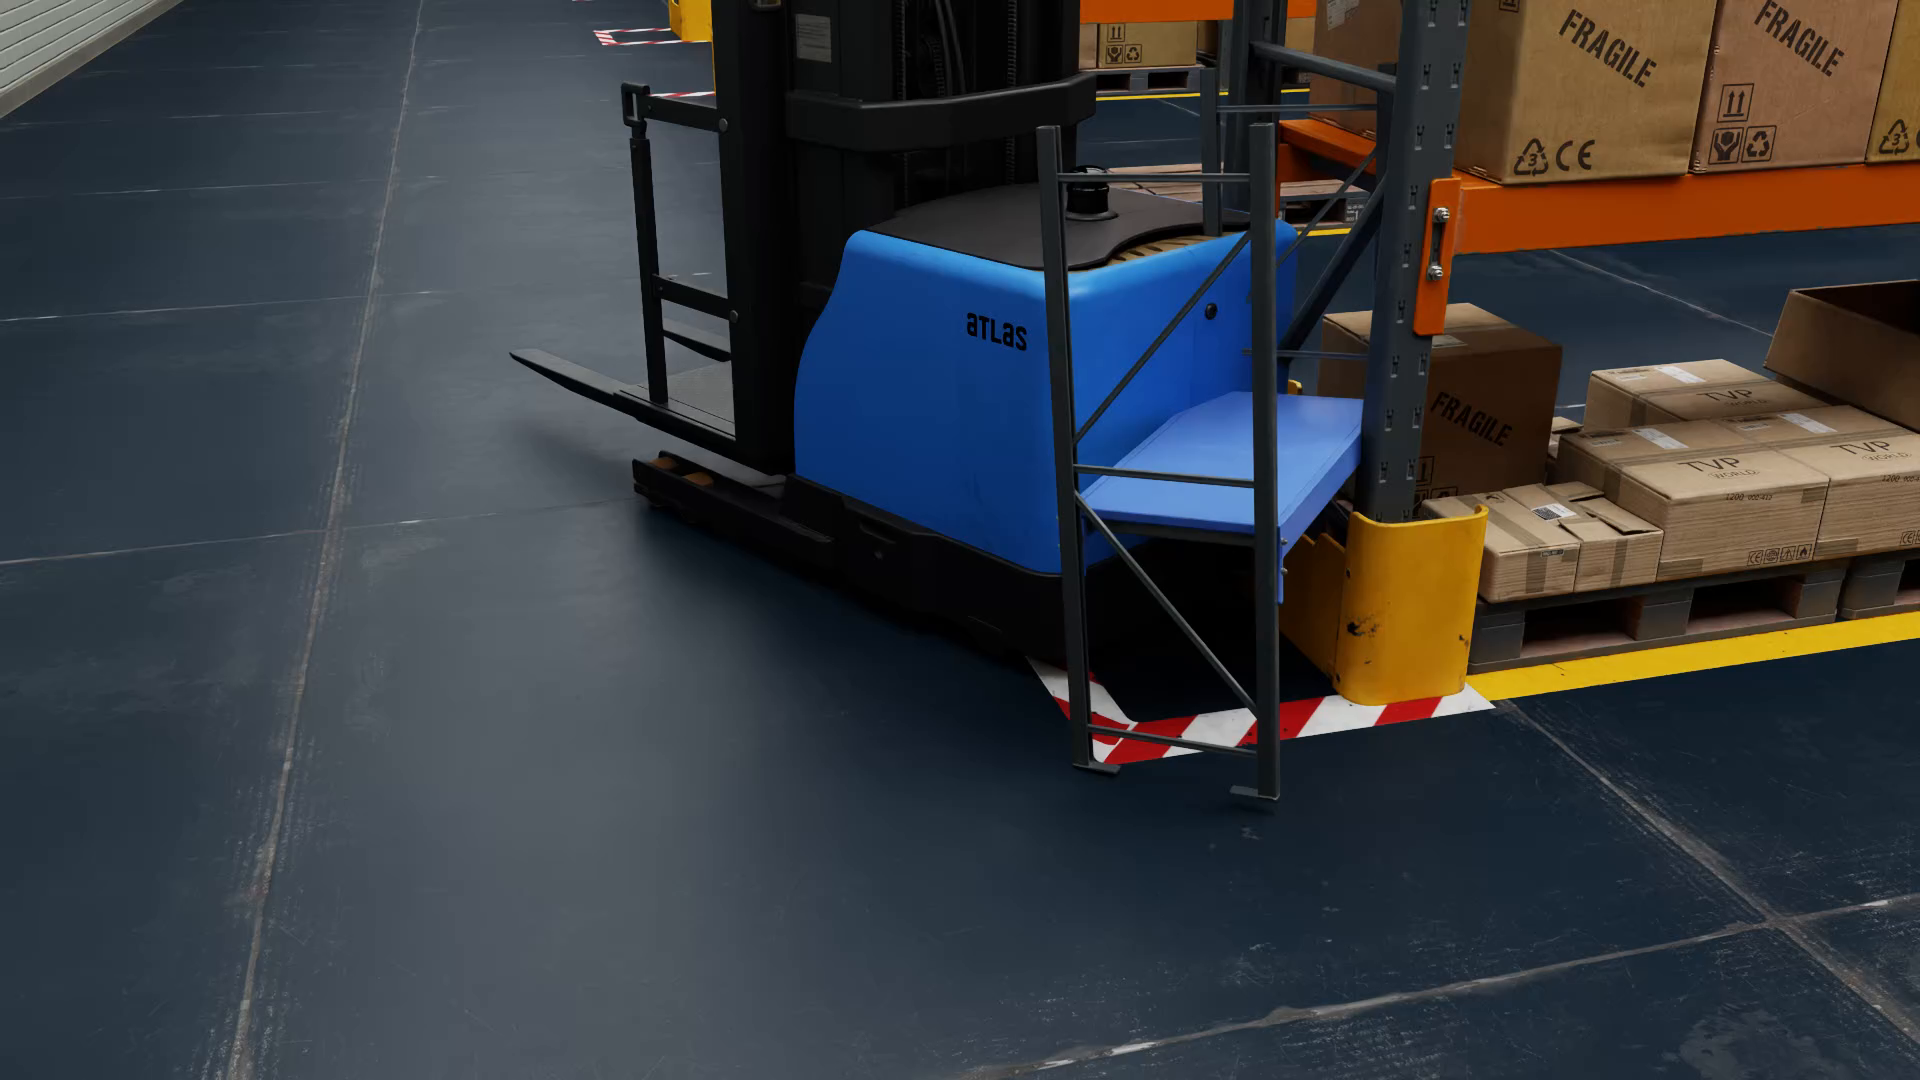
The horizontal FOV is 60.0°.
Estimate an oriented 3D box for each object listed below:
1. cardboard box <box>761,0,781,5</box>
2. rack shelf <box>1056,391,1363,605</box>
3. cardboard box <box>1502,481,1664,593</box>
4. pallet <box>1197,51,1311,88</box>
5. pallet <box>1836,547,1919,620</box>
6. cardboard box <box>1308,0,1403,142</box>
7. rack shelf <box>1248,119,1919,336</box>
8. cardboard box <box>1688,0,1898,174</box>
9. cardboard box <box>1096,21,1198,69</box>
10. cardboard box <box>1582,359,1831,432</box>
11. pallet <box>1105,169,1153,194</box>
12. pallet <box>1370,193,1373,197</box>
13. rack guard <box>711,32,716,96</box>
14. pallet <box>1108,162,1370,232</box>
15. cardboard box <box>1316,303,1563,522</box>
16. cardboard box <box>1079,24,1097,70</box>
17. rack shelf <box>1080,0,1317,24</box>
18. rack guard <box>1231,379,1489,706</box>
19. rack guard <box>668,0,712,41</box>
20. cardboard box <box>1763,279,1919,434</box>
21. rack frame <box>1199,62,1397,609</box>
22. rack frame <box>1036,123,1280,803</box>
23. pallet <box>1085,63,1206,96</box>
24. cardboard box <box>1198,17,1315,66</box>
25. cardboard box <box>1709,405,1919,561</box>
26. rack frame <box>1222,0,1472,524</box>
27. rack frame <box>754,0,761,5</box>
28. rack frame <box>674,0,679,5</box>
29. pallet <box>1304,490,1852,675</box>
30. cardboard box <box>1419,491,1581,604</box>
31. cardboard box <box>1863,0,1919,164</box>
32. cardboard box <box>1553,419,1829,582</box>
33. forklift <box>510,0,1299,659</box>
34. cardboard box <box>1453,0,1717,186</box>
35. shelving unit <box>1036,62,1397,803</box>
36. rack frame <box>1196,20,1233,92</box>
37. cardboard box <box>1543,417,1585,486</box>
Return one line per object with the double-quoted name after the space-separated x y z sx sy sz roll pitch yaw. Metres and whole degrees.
-1.134 -4.256 13.526 0.875 0.875 0.875 -6 24 -14 "cardboard box"
0.685 -0.147 4.091 0.538 0.185 1.000 6 24 27 "rack shelf"
1.680 -0.020 4.528 0.250 0.166 0.380 -6 24 -14 "cardboard box"
2.845 -4.196 14.761 1.213 0.211 1.003 -6 24 -14 "pallet"
2.956 -0.119 5.261 1.213 0.211 1.003 -6 24 -14 "pallet"
1.301 -1.376 4.526 0.500 0.500 0.500 -6 24 -13 "cardboard box"
2.869 -1.062 4.832 4.000 0.370 1.077 -6 24 -14 "rack shelf"
1.937 -1.229 4.184 0.500 0.500 0.500 -7 24 -15 "cardboard box"
1.465 -4.543 14.196 0.875 0.875 0.875 -6 24 -14 "cardboard box"
2.323 -0.359 5.212 0.500 0.250 0.500 -6 24 -14 "cardboard box"
0.413 -1.852 9.298 1.213 0.211 1.003 -6 24 -14 "pallet"
2.763 -2.112 9.904 1.213 0.211 1.003 -6 24 -14 "pallet"
-1.752 -3.789 13.447 0.348 0.500 1.175 -6 24 -14 "rack guard"
1.586 -1.980 9.597 1.213 0.211 1.003 -6 24 -14 "pallet"
1.400 -0.384 4.953 0.500 0.500 0.500 -6 24 -14 "cardboard box"
0.599 -4.447 13.973 0.875 0.875 0.875 -6 24 -14 "cardboard box"
1.534 -2.943 9.216 4.000 0.370 1.077 -6 24 -14 "rack shelf"
1.016 -0.038 4.706 0.348 0.500 1.175 -6 24 -14 "rack guard"
-2.898 -5.694 17.886 0.348 0.500 1.175 -6 24 -14 "rack guard"
2.987 -0.458 5.121 0.637 0.503 0.797 -6 24 -14 "cardboard box"
0.901 -0.493 4.443 0.500 1.500 0.032 6 24 27 "rack frame"
0.442 -0.135 3.610 0.500 1.500 0.032 6 24 27 "rack frame"
1.369 -4.034 14.383 1.213 0.211 1.003 -6 24 -14 "pallet"
2.733 -4.659 14.466 0.875 0.875 1.225 -6 24 -14 "cardboard box"
2.506 -0.174 4.782 0.500 0.250 0.500 -6 24 -14 "cardboard box"
0.943 -1.179 4.194 0.127 3.000 1.000 -6 24 -14 "rack frame"
-1.729 -4.941 12.960 0.127 3.000 1.000 -6 24 -14 "rack frame"
-2.972 -6.834 17.374 0.127 3.000 1.000 -6 24 -14 "rack frame"
1.784 0.009 4.961 1.213 0.211 1.003 -6 24 -14 "pallet"
1.439 0.015 4.469 0.250 0.149 0.380 -6 24 -14 "cardboard box"
2.421 -1.282 4.306 0.500 0.500 0.500 -6 24 -15 "cardboard box"
2.025 -0.121 4.657 0.500 0.250 0.500 -6 24 -14 "cardboard box"
-0.433 -1.524 5.084 1.130 2.935 3.031 -21 31 -40 "forklift"
1.442 -1.172 4.051 0.500 0.500 0.500 -6 24 -13 "cardboard box"
0.672 -0.314 4.027 0.538 1.500 1.048 6 24 27 "shelving unit"
2.122 -5.367 13.953 0.127 3.000 1.000 -6 24 -14 "rack frame"
1.815 -0.240 5.040 0.250 0.166 0.380 -6 24 -14 "cardboard box"
